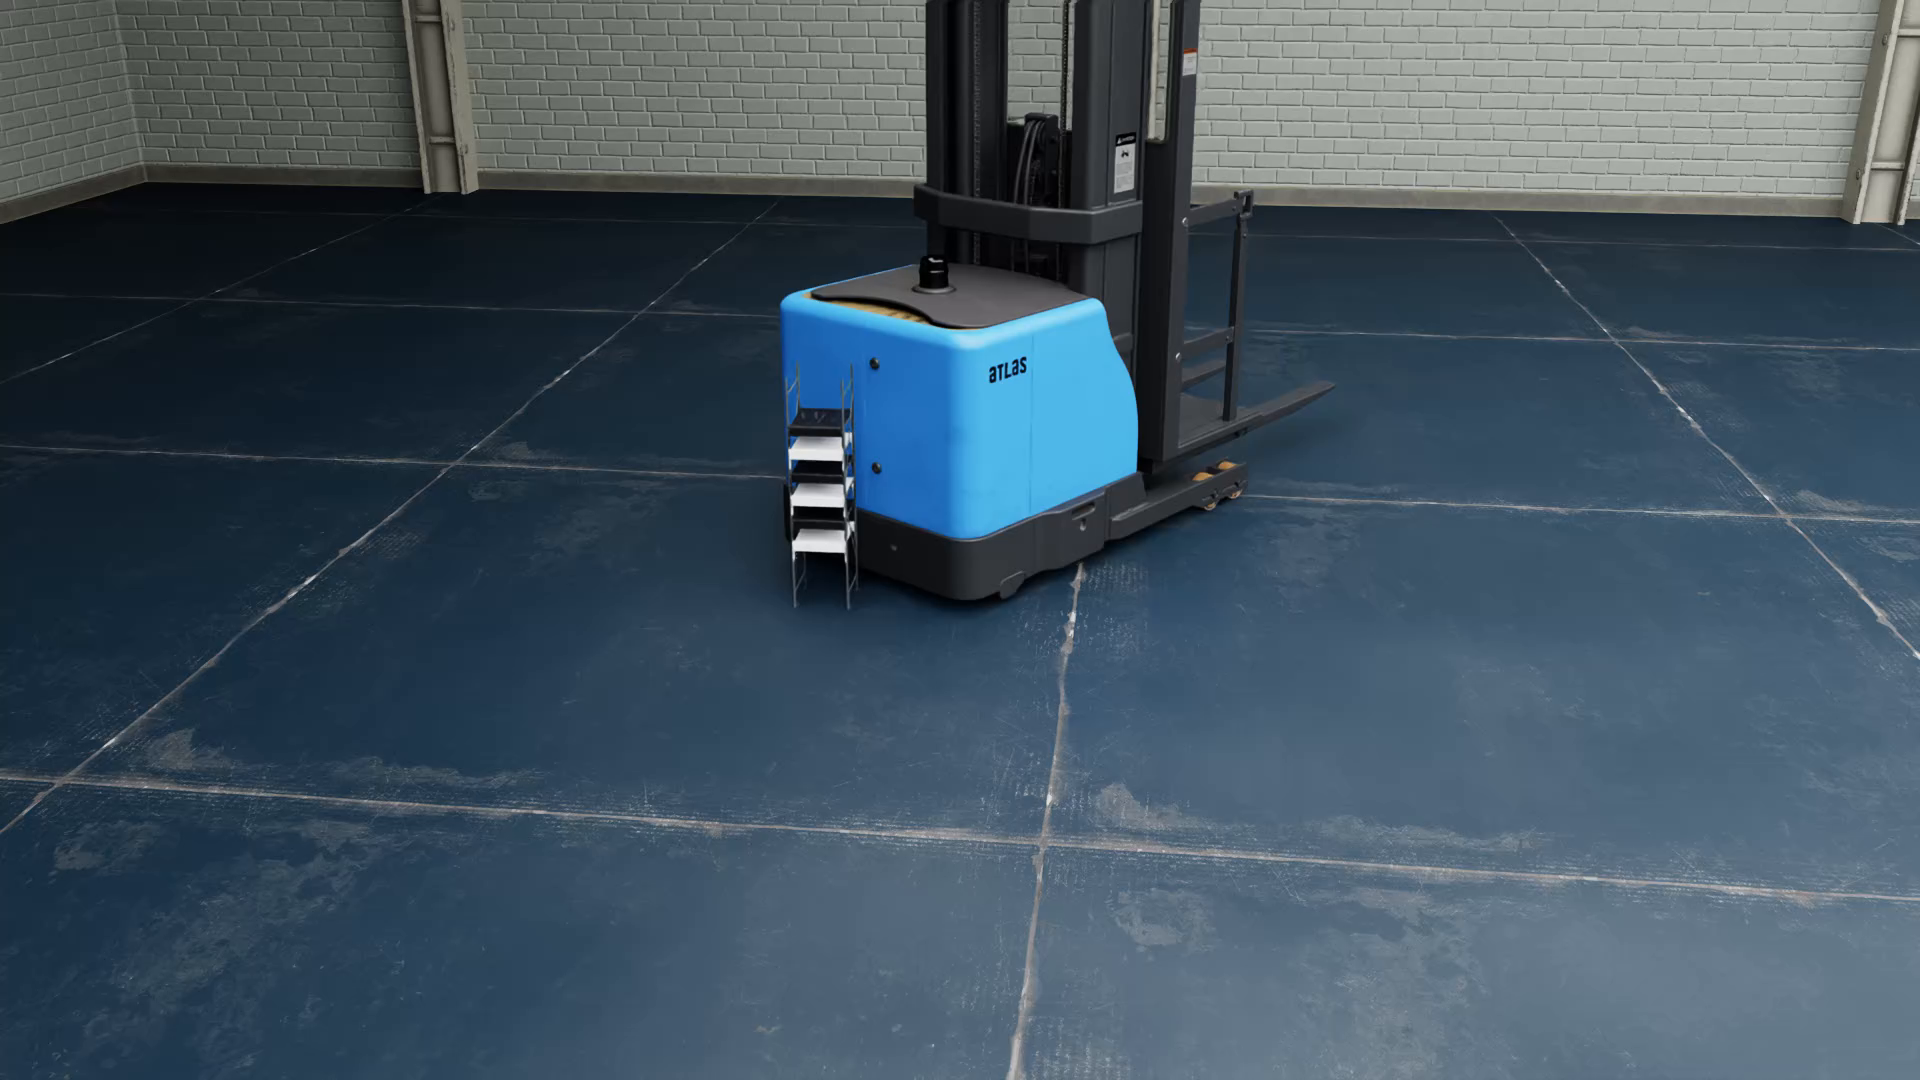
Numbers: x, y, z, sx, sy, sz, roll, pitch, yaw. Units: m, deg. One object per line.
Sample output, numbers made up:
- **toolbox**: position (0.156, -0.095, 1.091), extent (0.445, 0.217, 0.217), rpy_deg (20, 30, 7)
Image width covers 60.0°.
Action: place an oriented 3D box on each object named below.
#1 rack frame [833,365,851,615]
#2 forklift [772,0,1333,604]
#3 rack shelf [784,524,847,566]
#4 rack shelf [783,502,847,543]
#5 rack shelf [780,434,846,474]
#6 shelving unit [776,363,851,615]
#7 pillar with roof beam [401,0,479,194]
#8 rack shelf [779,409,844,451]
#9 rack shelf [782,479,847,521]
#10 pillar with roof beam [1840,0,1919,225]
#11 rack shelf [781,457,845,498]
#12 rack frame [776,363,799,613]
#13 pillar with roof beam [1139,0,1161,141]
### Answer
- **rack frame**: position (-0.437, -0.183, 6.178), extent (0.006, 0.900, 0.240), rpy_deg (2, 22, 5)
- **forklift**: position (0.609, -1.589, 6.972), extent (1.130, 2.935, 3.031), rpy_deg (18, 28, 38)
- **rack shelf**: position (-0.538, 0.012, 6.265), extent (0.200, 0.077, 0.258), rpy_deg (2, 22, 5)
- **rack shelf**: position (-0.538, -0.072, 6.232), extent (0.200, 0.077, 0.258), rpy_deg (2, 22, 5)
- **rack shelf**: position (-0.538, -0.323, 6.133), extent (0.200, 0.077, 0.258), rpy_deg (2, 22, 5)
- **shelving unit**: position (-0.538, -0.186, 6.187), extent (0.210, 0.900, 0.258), rpy_deg (2, 22, 5)
- **pillar with roof beam**: position (-5.028, -5.723, 9.177), extent (0.400, 9.000, 9.100), rpy_deg (2, 22, 6)
- **rack shelf**: position (-0.538, -0.406, 6.100), extent (0.200, 0.077, 0.258), rpy_deg (2, 22, 5)
- **rack shelf**: position (-0.538, -0.155, 6.199), extent (0.200, 0.077, 0.258), rpy_deg (2, 22, 5)
- **pillar with roof beam**: position (6.888, -5.204, 7.864), extent (0.400, 9.000, 9.100), rpy_deg (2, 22, 6)
- **rack shelf**: position (-0.538, -0.239, 6.166), extent (0.200, 0.077, 0.258), rpy_deg (2, 22, 5)
- **rack frame**: position (-0.640, -0.190, 6.196), extent (0.006, 0.900, 0.240), rpy_deg (2, 22, 5)
- **pillar with roof beam**: position (0.930, -5.464, 8.520), extent (0.400, 9.000, 9.100), rpy_deg (2, 22, 6)
